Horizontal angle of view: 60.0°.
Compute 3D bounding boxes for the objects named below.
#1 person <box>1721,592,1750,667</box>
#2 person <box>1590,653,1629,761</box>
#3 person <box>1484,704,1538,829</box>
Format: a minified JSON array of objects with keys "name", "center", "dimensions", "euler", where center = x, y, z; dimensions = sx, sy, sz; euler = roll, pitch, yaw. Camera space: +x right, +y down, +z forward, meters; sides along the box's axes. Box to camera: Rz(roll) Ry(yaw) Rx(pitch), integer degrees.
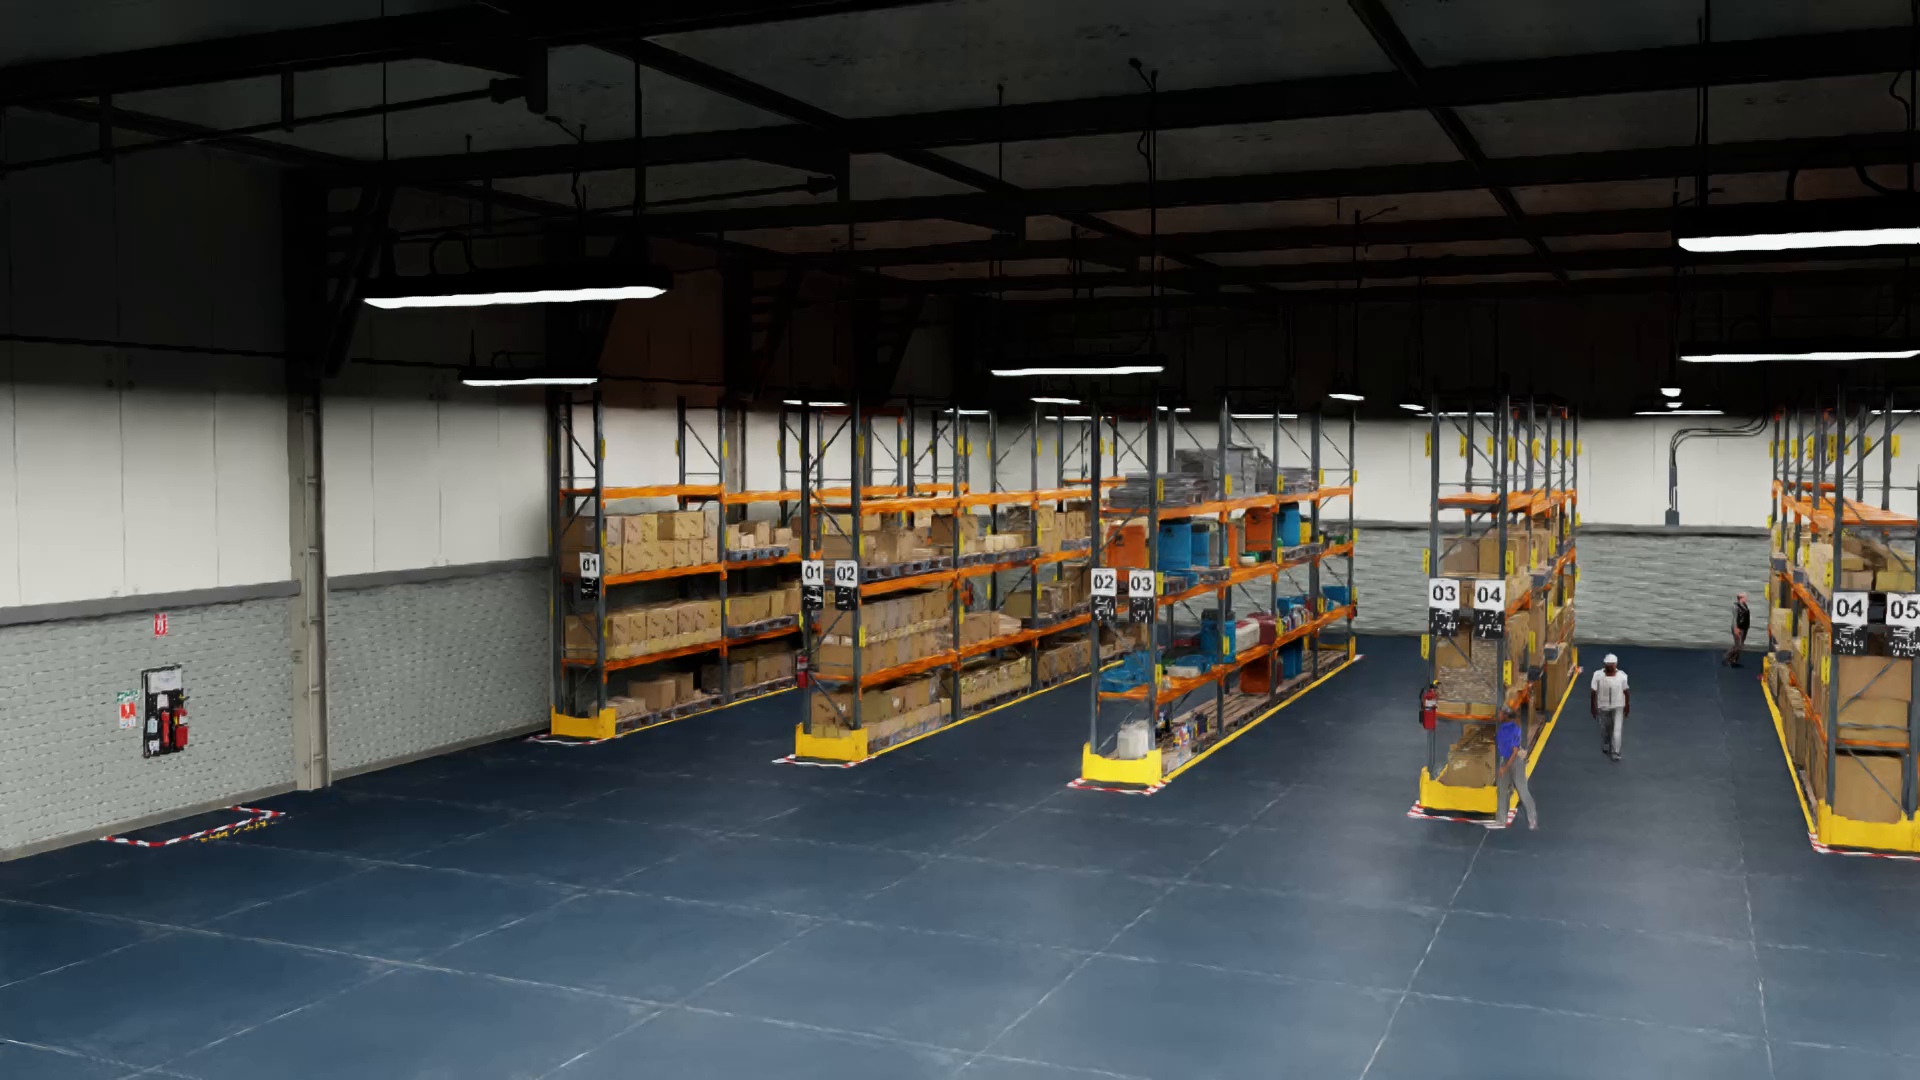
[{"name":"person","center":[17.723,2.038,37.955],"dimensions":[0.695,1.713,0.469],"euler":[-2,4,-37]},{"name":"person","center":[10.466,2.665,26.809],"dimensions":[0.577,1.691,1.121],"euler":[2,4,26]},{"name":"person","center":[7.259,3.025,21.808],"dimensions":[0.681,1.542,0.480],"euler":[-1,3,-14]}]
